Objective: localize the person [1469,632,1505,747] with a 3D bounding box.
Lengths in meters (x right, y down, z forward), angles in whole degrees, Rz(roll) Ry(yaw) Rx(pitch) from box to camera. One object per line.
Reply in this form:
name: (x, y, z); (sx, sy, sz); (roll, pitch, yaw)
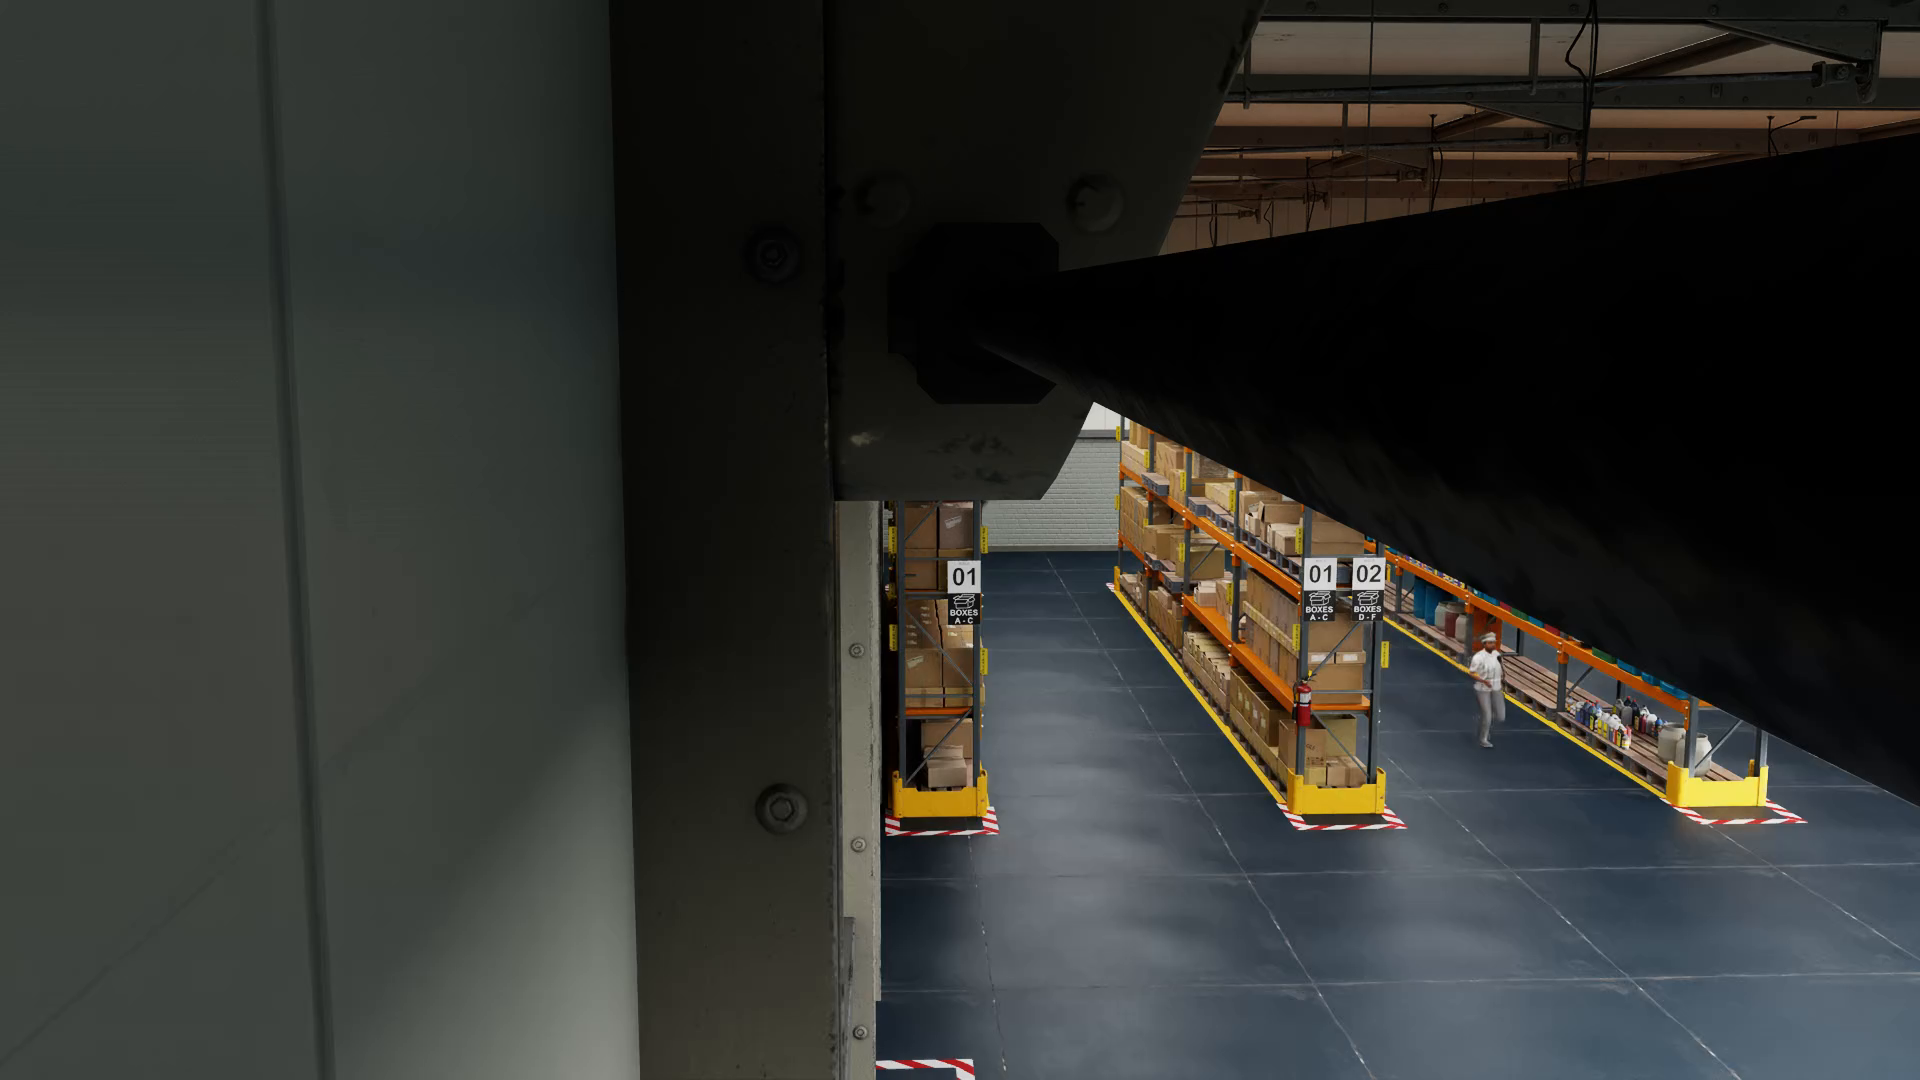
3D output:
person: (7.519, 2.125, 23.603); (0.571, 1.653, 0.550); (-2, 9, -16)
